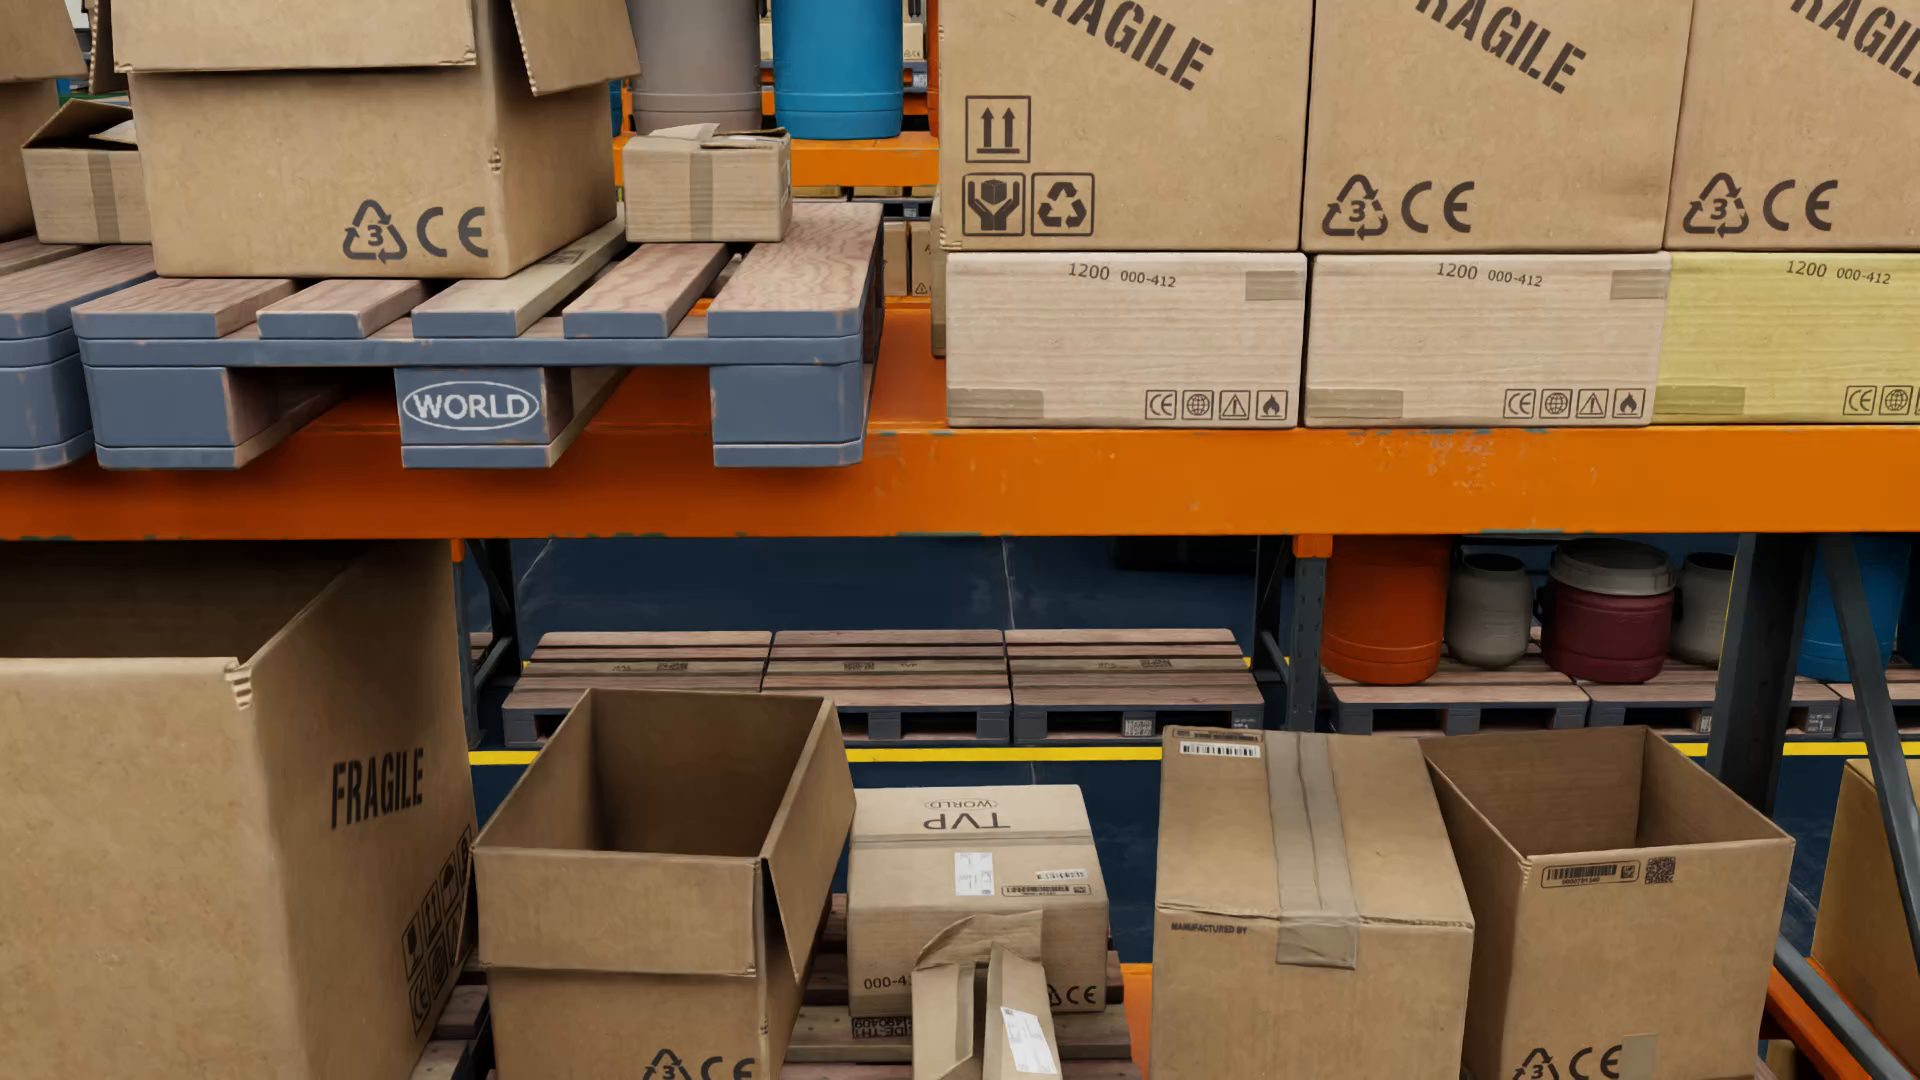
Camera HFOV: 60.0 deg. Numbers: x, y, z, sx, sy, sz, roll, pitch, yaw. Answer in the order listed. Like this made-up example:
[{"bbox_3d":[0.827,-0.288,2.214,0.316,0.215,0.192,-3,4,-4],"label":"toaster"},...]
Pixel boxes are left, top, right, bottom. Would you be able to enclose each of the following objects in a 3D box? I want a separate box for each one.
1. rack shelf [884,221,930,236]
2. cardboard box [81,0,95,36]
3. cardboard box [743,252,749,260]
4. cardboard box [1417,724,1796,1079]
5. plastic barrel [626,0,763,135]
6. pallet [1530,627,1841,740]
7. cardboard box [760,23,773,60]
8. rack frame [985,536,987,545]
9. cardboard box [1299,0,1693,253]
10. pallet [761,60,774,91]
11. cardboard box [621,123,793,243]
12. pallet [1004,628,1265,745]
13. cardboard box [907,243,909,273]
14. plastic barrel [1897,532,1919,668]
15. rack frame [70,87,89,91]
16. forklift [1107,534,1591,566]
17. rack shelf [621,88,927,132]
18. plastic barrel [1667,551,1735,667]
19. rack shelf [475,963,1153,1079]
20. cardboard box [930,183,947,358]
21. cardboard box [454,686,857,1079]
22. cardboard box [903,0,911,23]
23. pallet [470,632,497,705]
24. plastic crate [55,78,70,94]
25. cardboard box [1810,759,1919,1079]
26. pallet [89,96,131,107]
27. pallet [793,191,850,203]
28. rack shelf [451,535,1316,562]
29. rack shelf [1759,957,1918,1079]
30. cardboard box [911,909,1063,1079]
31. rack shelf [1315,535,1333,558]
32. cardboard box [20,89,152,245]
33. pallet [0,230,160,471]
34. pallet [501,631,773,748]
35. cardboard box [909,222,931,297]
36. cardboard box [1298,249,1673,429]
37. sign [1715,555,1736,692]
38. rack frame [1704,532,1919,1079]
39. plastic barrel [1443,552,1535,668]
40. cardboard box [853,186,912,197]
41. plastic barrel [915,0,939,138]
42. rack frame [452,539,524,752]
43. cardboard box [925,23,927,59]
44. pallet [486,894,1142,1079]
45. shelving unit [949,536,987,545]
[{"bbox_3d":[-0.531,-3.266,17.497,4.000,0.370,1.077,0,18,-1],"label":"rack shelf"},{"bbox_3d":[-5.874,-3.813,12.026,0.637,0.503,0.797,1,18,3],"label":"cardboard box"},{"bbox_3d":[-1.573,-2.083,12.849,0.258,0.266,0.396,-1,18,-2],"label":"cardboard box"},{"bbox_3d":[1.164,0.687,3.144,0.500,0.500,0.500,-2,18,-8],"label":"cardboard box"},{"bbox_3d":[-1.216,-2.312,7.614,0.600,0.901,0.600,0,18,0],"label":"plastic barrel"},{"bbox_3d":[3.629,0.713,8.478,1.213,0.211,1.003,0,18,-1],"label":"pallet"},{"bbox_3d":[-1.284,-3.647,12.152,0.500,0.250,0.500,-2,18,-6],"label":"cardboard box"},{"bbox_3d":[0.175,-0.501,10.890,0.008,1.050,0.200,0,18,-1],"label":"rack frame"},{"bbox_3d":[0.718,-0.710,2.456,0.500,0.500,0.500,0,18,-1],"label":"cardboard box"},{"bbox_3d":[-1.567,-3.432,12.238,1.217,0.209,0.805,-1,18,-3],"label":"pallet"},{"bbox_3d":[-0.423,-0.617,2.846,0.250,0.166,0.380,-1,18,-2],"label":"cardboard box"},{"bbox_3d":[0.850,0.727,8.436,1.213,0.211,1.003,0,18,-1],"label":"pallet"},{"bbox_3d":[-0.336,-2.988,17.596,0.500,0.250,0.500,0,18,-1],"label":"cardboard box"},{"bbox_3d":[5.080,0.185,8.309,0.708,0.901,0.600,0,18,-1],"label":"plastic barrel"},{"bbox_3d":[-6.449,-2.067,12.581,0.127,3.000,1.000,0,18,-1],"label":"rack frame"},{"bbox_3d":[2.478,-1.324,10.377,3.031,2.935,1.130,2,18,5],"label":"forklift"},{"bbox_3d":[-0.449,-3.182,12.323,4.000,0.370,1.077,0,18,-1],"label":"rack shelf"},{"bbox_3d":[3.806,0.349,8.435,0.421,0.512,0.421,0,18,0],"label":"plastic barrel"},{"bbox_3d":[-0.297,1.272,3.349,4.000,0.370,1.077,0,18,-1],"label":"rack shelf"},{"bbox_3d":[0.202,-0.505,3.045,0.500,0.250,0.500,0,18,0],"label":"cardboard box"},{"bbox_3d":[-0.565,0.653,3.243,0.637,0.503,0.797,2,18,5],"label":"cardboard box"},{"bbox_3d":[-0.750,-5.259,16.770,0.500,0.500,0.500,-1,18,-3],"label":"cardboard box"},{"bbox_3d":[-3.047,0.745,8.380,1.213,0.211,1.003,0,18,-1],"label":"pallet"},{"bbox_3d":[-4.472,-2.076,7.724,0.575,0.384,0.392,0,18,-1],"label":"plastic crate"},{"bbox_3d":[2.193,0.794,3.497,0.500,0.500,0.500,0,18,1],"label":"cardboard box"},{"bbox_3d":[-3.094,-1.879,7.392,1.003,0.211,1.213,0,18,-1],"label":"pallet"},{"bbox_3d":[-1.764,-3.467,17.259,1.213,0.211,1.003,0,18,-1],"label":"pallet"},{"bbox_3d":[-0.375,-0.241,8.065,4.000,0.370,1.077,0,18,-1],"label":"rack shelf"},{"bbox_3d":[3.703,1.253,3.409,4.000,0.370,1.077,0,18,-1],"label":"rack shelf"},{"bbox_3d":[0.040,0.874,2.943,0.258,0.266,0.396,-1,18,-2],"label":"cardboard box"},{"bbox_3d":[3.625,-0.260,8.125,4.000,0.370,1.077,0,18,-1],"label":"rack shelf"},{"bbox_3d":[-1.358,-0.660,2.817,0.258,0.266,0.396,0,18,1],"label":"cardboard box"},{"bbox_3d":[-1.677,-0.370,2.687,1.003,0.211,1.213,0,18,-1],"label":"pallet"},{"bbox_3d":[-1.590,0.739,8.399,1.213,0.211,1.003,0,18,-1],"label":"pallet"},{"bbox_3d":[-0.127,-2.140,12.645,0.500,0.500,0.500,-1,18,-4],"label":"cardboard box"},{"bbox_3d":[0.736,-0.353,2.573,0.500,0.250,0.500,0,18,-1],"label":"cardboard box"},{"bbox_3d":[1.691,0.199,3.621,0.005,0.325,0.100,0,18,-1],"label":"sign"},{"bbox_3d":[1.703,0.920,3.269,0.127,3.000,1.000,0,18,-1],"label":"rack frame"},{"bbox_3d":[2.677,0.354,8.418,0.421,0.512,0.421,0,18,0],"label":"plastic barrel"},{"bbox_3d":[-0.805,-3.862,17.291,0.500,0.500,0.700,2,18,7],"label":"cardboard box"},{"bbox_3d":[0.146,-2.285,7.646,0.708,0.830,0.600,0,18,-1],"label":"plastic barrel"},{"bbox_3d":[-2.375,-0.574,7.925,0.127,3.000,1.000,0,18,-1],"label":"rack frame"},{"bbox_3d":[0.002,-3.636,12.118,0.500,0.250,0.500,-1,18,-2],"label":"cardboard box"},{"bbox_3d":[-0.276,1.033,3.230,1.213,0.211,1.003,0,18,-1],"label":"pallet"},{"bbox_3d":[0.054,-0.500,10.888,0.252,1.050,0.215,0,18,-1],"label":"shelving unit"}]
